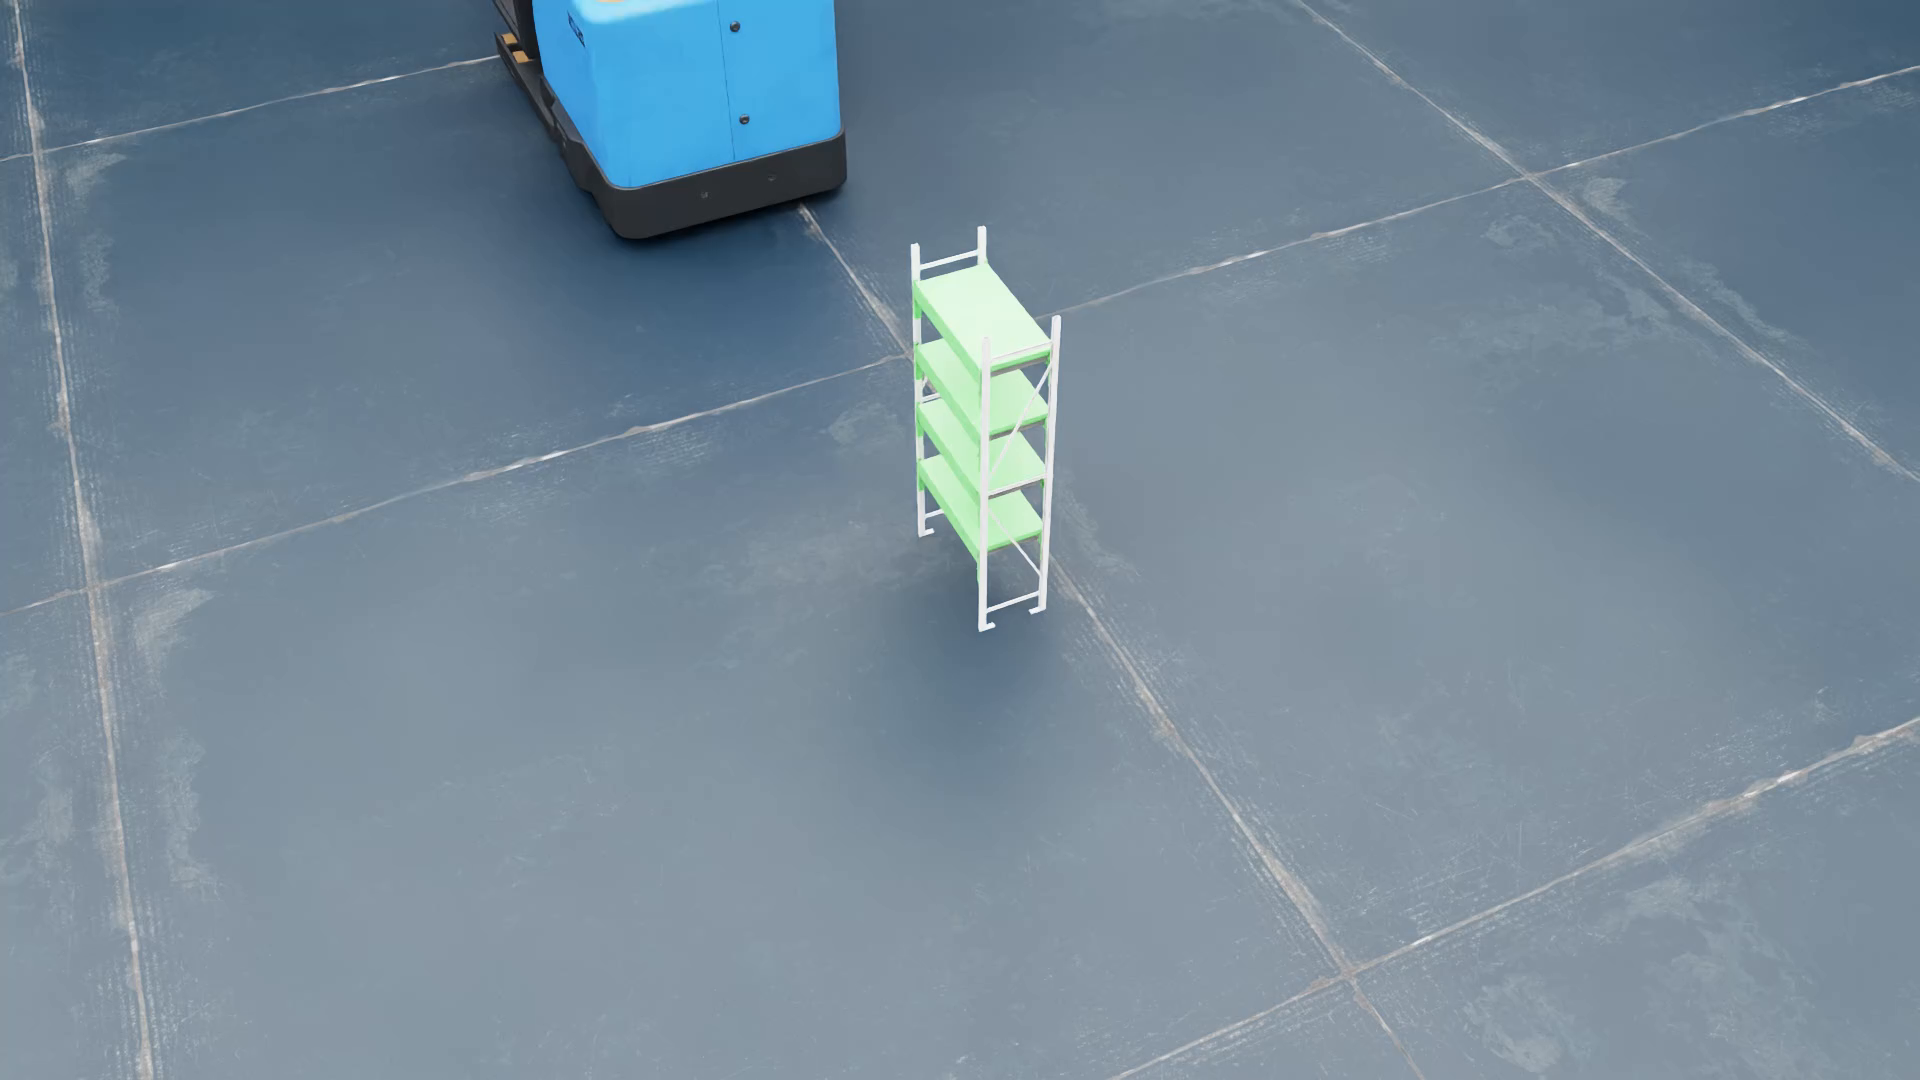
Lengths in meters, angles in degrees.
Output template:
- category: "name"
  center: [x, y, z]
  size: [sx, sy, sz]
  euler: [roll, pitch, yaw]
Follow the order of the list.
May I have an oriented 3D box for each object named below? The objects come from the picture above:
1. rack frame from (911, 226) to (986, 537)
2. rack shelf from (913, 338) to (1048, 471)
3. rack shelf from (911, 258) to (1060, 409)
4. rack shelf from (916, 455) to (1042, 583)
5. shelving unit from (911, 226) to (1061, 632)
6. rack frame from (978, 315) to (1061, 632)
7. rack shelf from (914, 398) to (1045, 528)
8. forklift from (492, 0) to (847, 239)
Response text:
- category: "rack frame"
  center: [-0.033, -0.477, 5.379]
  size: [0.240, 1.200, 0.015]
  euler: [-18, 47, -17]
- category: "rack shelf"
  center: [0.070, -0.447, 5.098]
  size: [0.258, 0.148, 0.480]
  euler: [-18, 47, -17]
- category: "rack shelf"
  center: [0.070, -0.618, 4.929]
  size: [0.258, 0.148, 0.480]
  euler: [-18, 47, -17]
- category: "rack shelf"
  center: [0.070, -0.105, 5.435]
  size: [0.258, 0.148, 0.480]
  euler: [-18, 47, -17]
- category: "shelving unit"
  center: [0.070, -0.322, 5.222]
  size: [0.258, 1.200, 0.503]
  euler: [-18, 47, -17]
- category: "rack frame"
  center: [0.172, -0.166, 5.064]
  size: [0.240, 1.200, 0.015]
  euler: [-18, 47, -17]
- category: "rack shelf"
  center: [0.070, -0.276, 5.267]
  size: [0.258, 0.148, 0.480]
  euler: [-18, 47, -17]
- category: "forklift"
  center: [-1.590, -3.336, 7.044]
  size: [1.130, 2.935, 3.031]
  euler: [-19, 48, -18]
